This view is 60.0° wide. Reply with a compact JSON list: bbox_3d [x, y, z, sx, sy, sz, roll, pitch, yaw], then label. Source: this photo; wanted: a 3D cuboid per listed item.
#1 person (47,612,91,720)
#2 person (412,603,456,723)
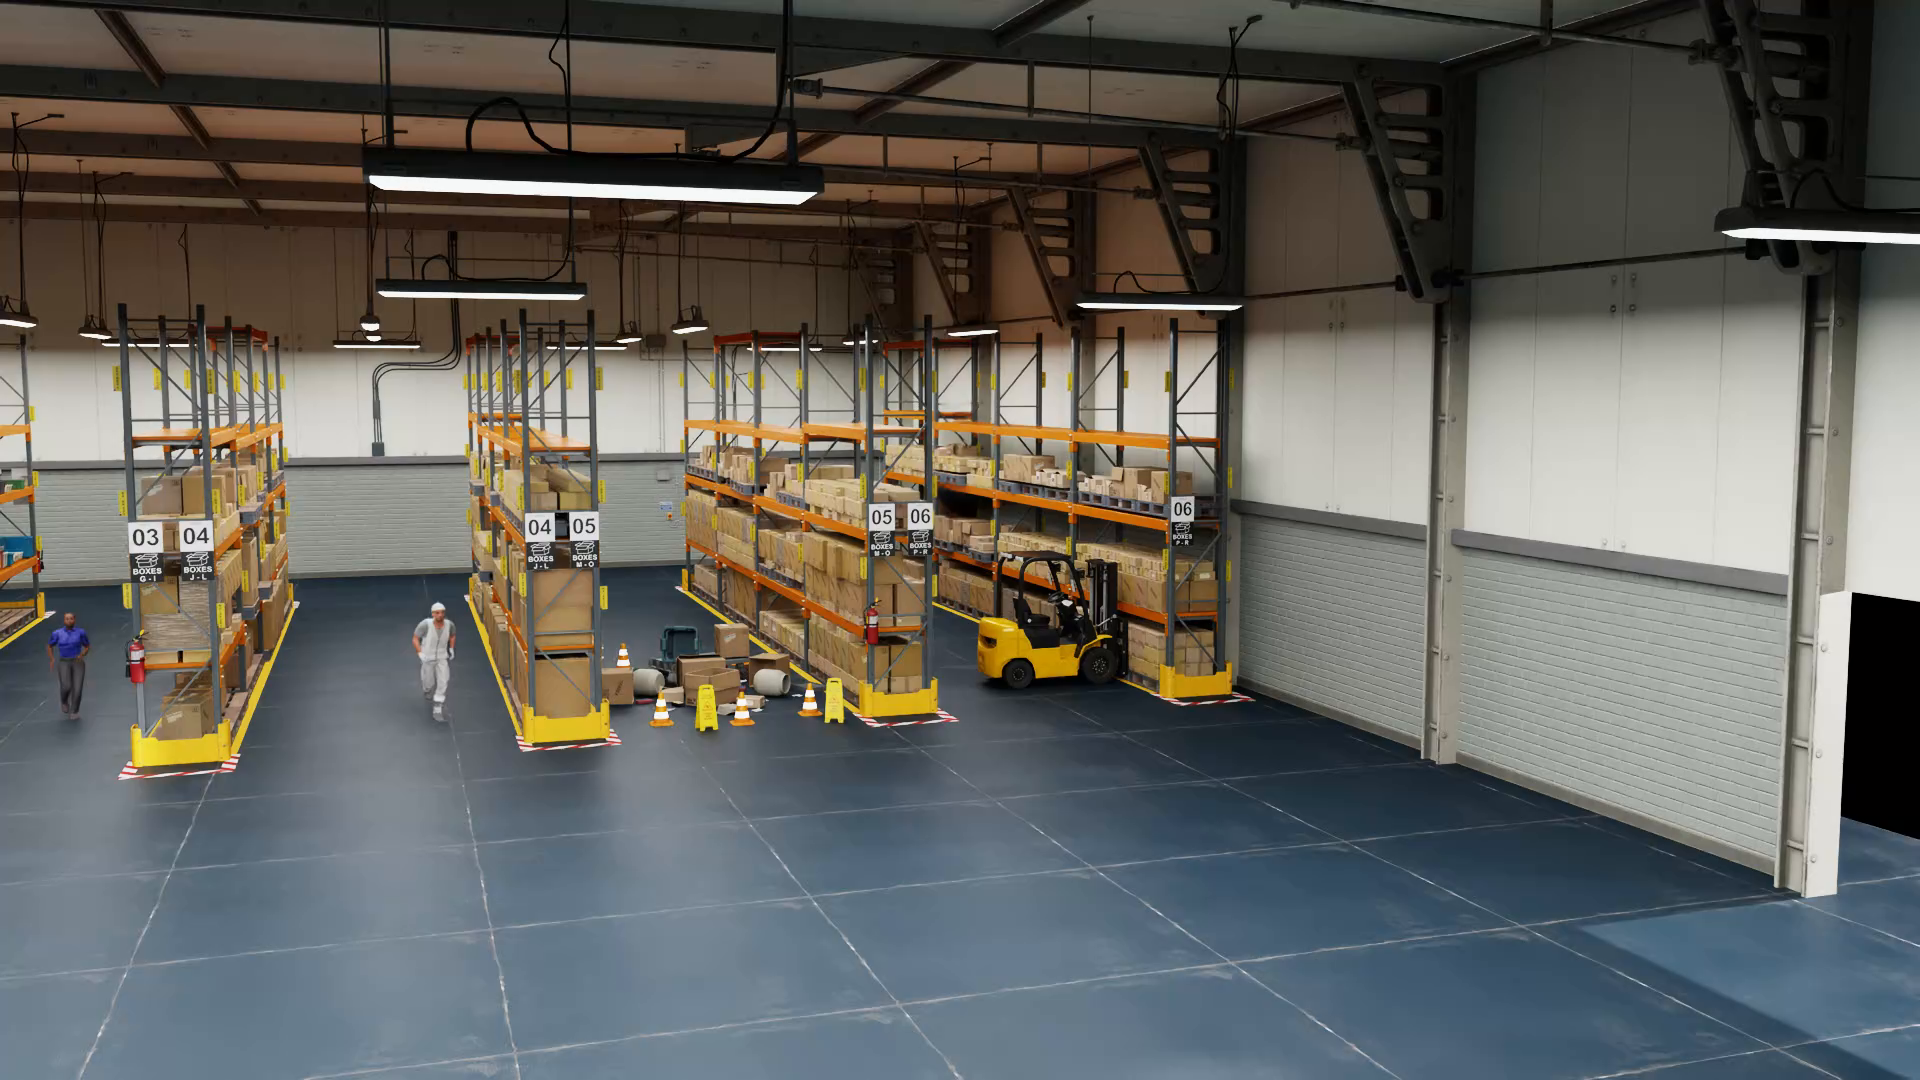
[{"bbox_3d":[-13.170,1.870,24.623,0.571,1.614,0.552,-3,6,-33],"label":"person"},{"bbox_3d":[-7.852,1.792,24.863,0.659,1.766,0.986,-3,6,-30],"label":"person"}]
